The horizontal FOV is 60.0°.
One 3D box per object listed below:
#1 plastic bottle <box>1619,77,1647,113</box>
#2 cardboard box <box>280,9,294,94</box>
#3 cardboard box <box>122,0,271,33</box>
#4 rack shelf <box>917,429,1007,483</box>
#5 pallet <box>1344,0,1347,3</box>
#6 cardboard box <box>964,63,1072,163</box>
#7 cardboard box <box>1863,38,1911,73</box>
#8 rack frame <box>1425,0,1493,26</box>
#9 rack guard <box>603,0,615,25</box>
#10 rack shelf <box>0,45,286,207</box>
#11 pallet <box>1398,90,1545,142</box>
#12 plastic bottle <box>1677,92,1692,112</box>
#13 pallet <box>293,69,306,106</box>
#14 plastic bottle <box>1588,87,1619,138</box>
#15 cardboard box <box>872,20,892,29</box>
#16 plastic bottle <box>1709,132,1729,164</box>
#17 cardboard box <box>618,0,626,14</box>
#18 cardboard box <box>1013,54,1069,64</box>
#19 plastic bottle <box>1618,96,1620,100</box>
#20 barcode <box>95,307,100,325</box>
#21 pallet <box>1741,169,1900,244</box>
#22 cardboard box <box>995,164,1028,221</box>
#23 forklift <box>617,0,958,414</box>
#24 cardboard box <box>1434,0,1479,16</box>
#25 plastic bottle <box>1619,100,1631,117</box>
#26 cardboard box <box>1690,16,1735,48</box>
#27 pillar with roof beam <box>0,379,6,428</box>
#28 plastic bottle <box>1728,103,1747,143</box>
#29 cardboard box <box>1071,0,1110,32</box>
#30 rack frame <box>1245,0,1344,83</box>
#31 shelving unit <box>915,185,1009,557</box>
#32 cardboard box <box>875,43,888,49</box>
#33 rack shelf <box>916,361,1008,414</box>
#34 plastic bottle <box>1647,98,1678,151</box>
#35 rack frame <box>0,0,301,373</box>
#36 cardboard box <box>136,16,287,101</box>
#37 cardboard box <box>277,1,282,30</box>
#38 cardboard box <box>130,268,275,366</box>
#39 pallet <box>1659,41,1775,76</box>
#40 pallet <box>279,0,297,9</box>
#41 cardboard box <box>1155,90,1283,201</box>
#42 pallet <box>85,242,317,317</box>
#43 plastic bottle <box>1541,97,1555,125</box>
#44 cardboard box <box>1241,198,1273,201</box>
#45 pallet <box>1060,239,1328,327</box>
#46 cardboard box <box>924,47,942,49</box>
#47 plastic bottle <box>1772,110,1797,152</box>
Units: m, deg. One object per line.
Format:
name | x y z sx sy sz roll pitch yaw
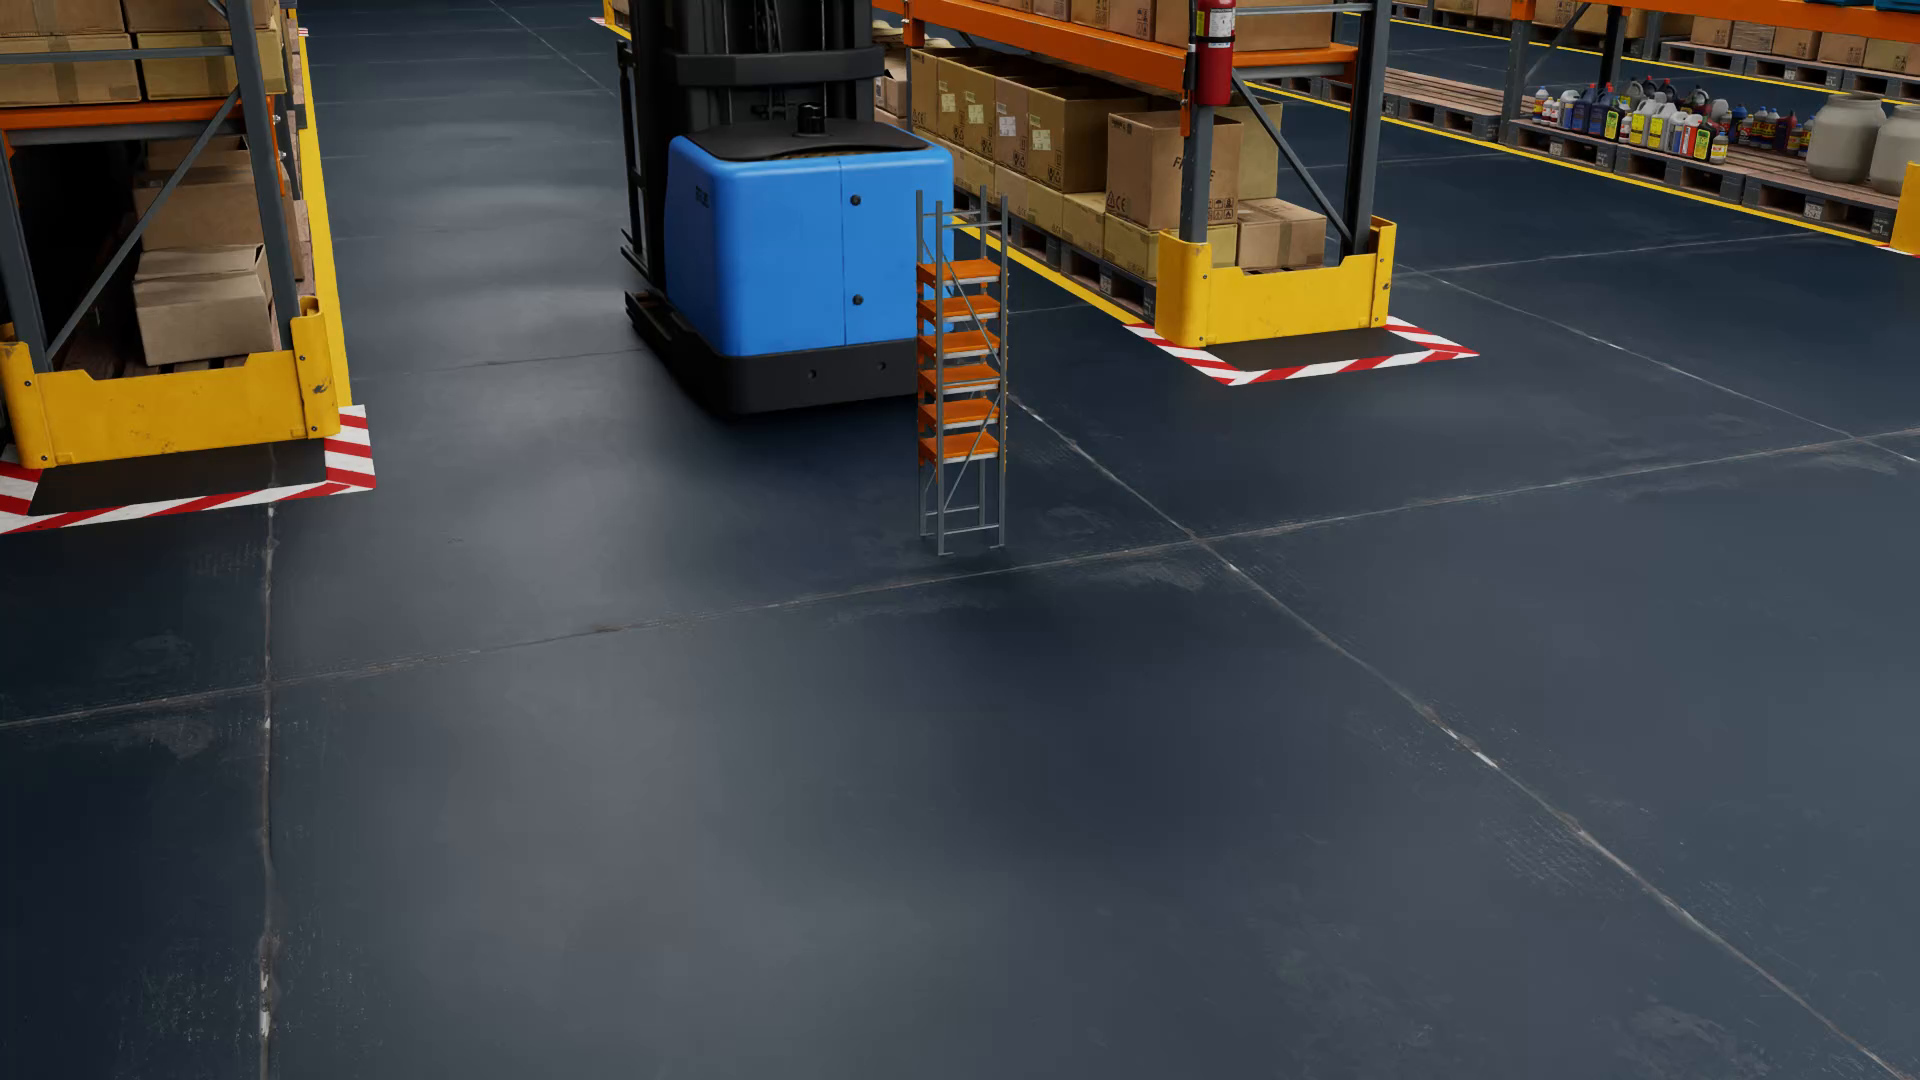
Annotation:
plastic bottle | 5.121 -3.342 12.662 0.144 0.351 0.185 -8 24 -19
cardboard box | -6.060 -4.157 13.978 0.750 0.750 0.750 -9 24 -20
cardboard box | -2.984 -2.262 6.457 0.500 0.500 0.500 -8 24 -19
rack shelf | 0.005 -0.286 5.615 0.258 0.103 0.180 -8 24 -19
pallet | 5.508 -8.050 24.577 1.003 0.211 1.213 -8 24 -19
cardboard box | 0.347 -2.594 10.076 0.500 0.500 0.500 -8 24 -19
cardboard box | 9.044 -4.707 15.708 0.700 0.500 0.500 -8 24 -19
rack frame | 6.566 -8.161 21.251 1.000 3.000 0.127 -8 24 -19
rack guard | -4.089 -7.077 21.897 1.175 0.500 0.348 -8 24 -19
rack shelf | -3.803 -2.157 7.932 1.077 0.370 4.000 -8 24 -19
pallet | 4.445 -3.570 13.948 1.003 0.211 1.213 -8 24 -19
plastic bottle | 5.420 -3.208 12.430 0.061 0.283 0.133 -7 24 -15
pallet | -6.558 -4.123 15.261 1.003 0.211 1.213 -8 24 -19
plastic bottle | 4.722 -3.138 12.177 0.144 0.351 0.185 -9 25 -21
cardboard box | -0.875 -4.378 14.553 0.500 0.311 0.500 -8 24 -18
plastic bottle | 5.112 -2.642 11.192 0.097 0.201 0.097 0 23 0
cardboard box | -4.013 -6.774 20.934 0.500 0.250 0.500 -8 24 -19
cardboard box | 0.657 -2.847 10.676 0.500 0.500 0.500 -8 24 -19
plastic bottle | 5.178 -3.399 12.988 0.097 0.201 0.097 0 23 0
barcode | -3.638 -0.945 7.014 0.001 0.075 0.075 -8 24 -19
pallet | 5.819 -2.153 10.587 1.003 0.211 1.213 -8 24 -19
cardboard box | 0.529 -2.067 9.792 0.500 0.250 0.500 -8 24 -19
forklift | -1.025 -2.407 7.686 1.130 2.935 3.031 -9 24 -20
cardboard box | 6.811 -7.146 21.037 1.225 0.875 0.875 -8 24 -19
plastic bottle | 4.809 -3.053 12.078 0.097 0.271 0.097 0 23 0
cardboard box | 8.234 -5.518 17.631 0.700 0.500 0.500 -10 25 -22
pillar with roof beam | -0.126 -5.253 6.626 9.100 9.000 0.400 -8 24 -19
plastic bottle | 5.594 -3.003 11.959 0.097 0.271 0.097 0 23 0
cardboard box | 1.023 -3.032 8.952 0.700 0.500 0.500 -8 24 -19
rack frame | 3.345 -6.028 16.190 1.000 3.000 0.127 -8 24 -19
shelving unit | 0.005 -0.548 5.504 0.258 1.200 0.189 -8 24 -19
cardboard box | -0.826 -3.742 13.044 0.500 0.311 0.500 -9 24 -20
rack shelf | 0.005 -0.507 5.522 0.258 0.103 0.180 -8 24 -19
plastic bottle | 4.938 -2.916 11.650 0.144 0.351 0.185 -7 24 -17
rack frame | -3.097 -1.762 6.068 1.000 3.000 0.127 -8 24 -19
cardboard box | -2.972 -1.923 6.618 0.500 0.250 0.500 -9 25 -21
cardboard box | -3.699 -2.662 8.371 0.500 0.250 0.500 -8 24 -19
cardboard box | -3.257 -0.989 7.131 0.500 0.311 0.500 -11 25 -25
pallet | 8.254 -5.139 17.670 1.003 0.211 1.213 -8 24 -19
pallet | -4.644 -3.425 10.260 1.003 0.211 1.213 -8 24 -19
cardboard box | 1.376 -2.122 8.956 0.500 0.500 0.500 -8 24 -19
pallet | -3.805 -1.247 8.437 1.003 0.211 1.213 -8 24 -19
plastic bottle | 4.497 -3.275 12.695 0.097 0.201 0.097 0 23 0
cardboard box | 1.375 -1.776 9.101 0.500 0.250 0.500 -8 24 -19
pallet | 1.227 -1.430 8.871 1.003 0.211 1.213 -8 24 -19
cardboard box | -0.146 -3.636 12.792 0.500 0.311 0.500 -9 25 -21
plastic bottle | 5.760 -2.859 11.601 0.061 0.283 0.133 -8 24 -18
